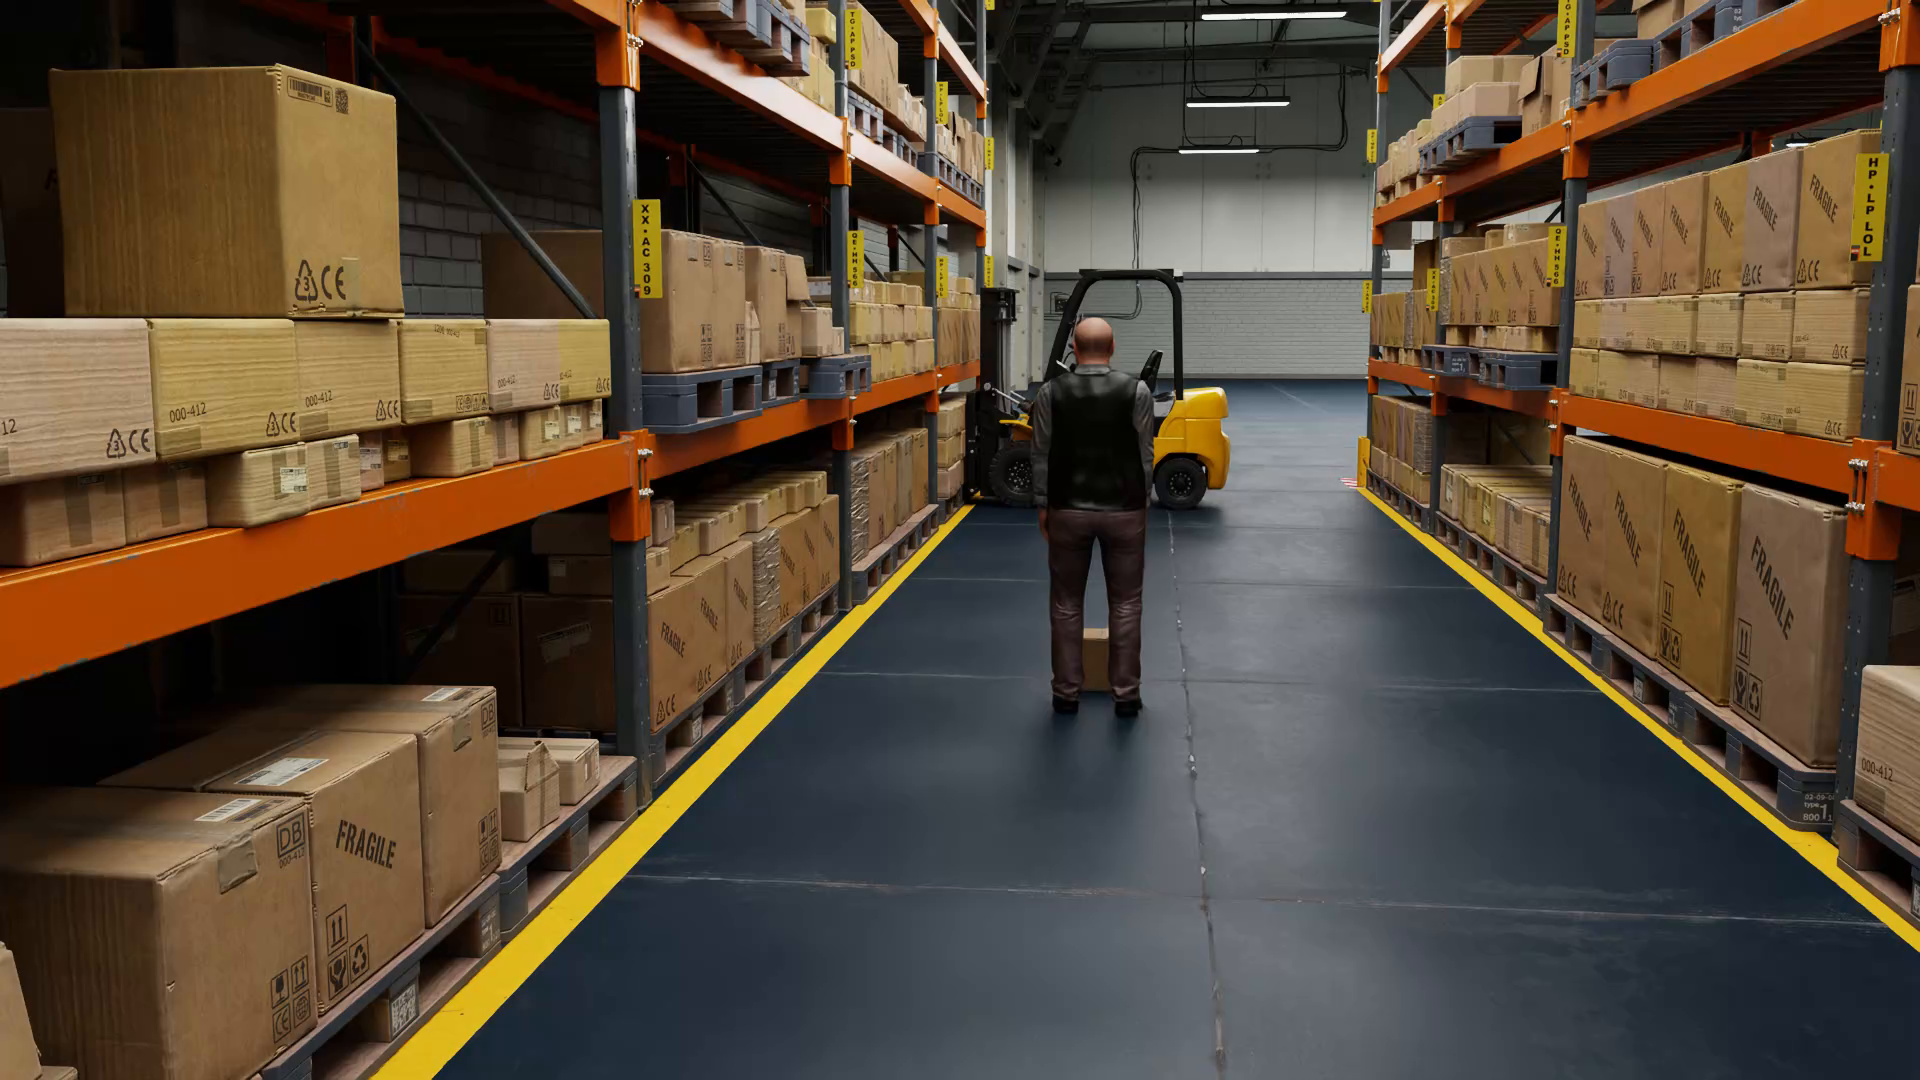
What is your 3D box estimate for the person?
[{"bbox_3d":[0.570,-0.099,7.211,0.536,1.713,0.356,1,8,7],"label":"person"}]
